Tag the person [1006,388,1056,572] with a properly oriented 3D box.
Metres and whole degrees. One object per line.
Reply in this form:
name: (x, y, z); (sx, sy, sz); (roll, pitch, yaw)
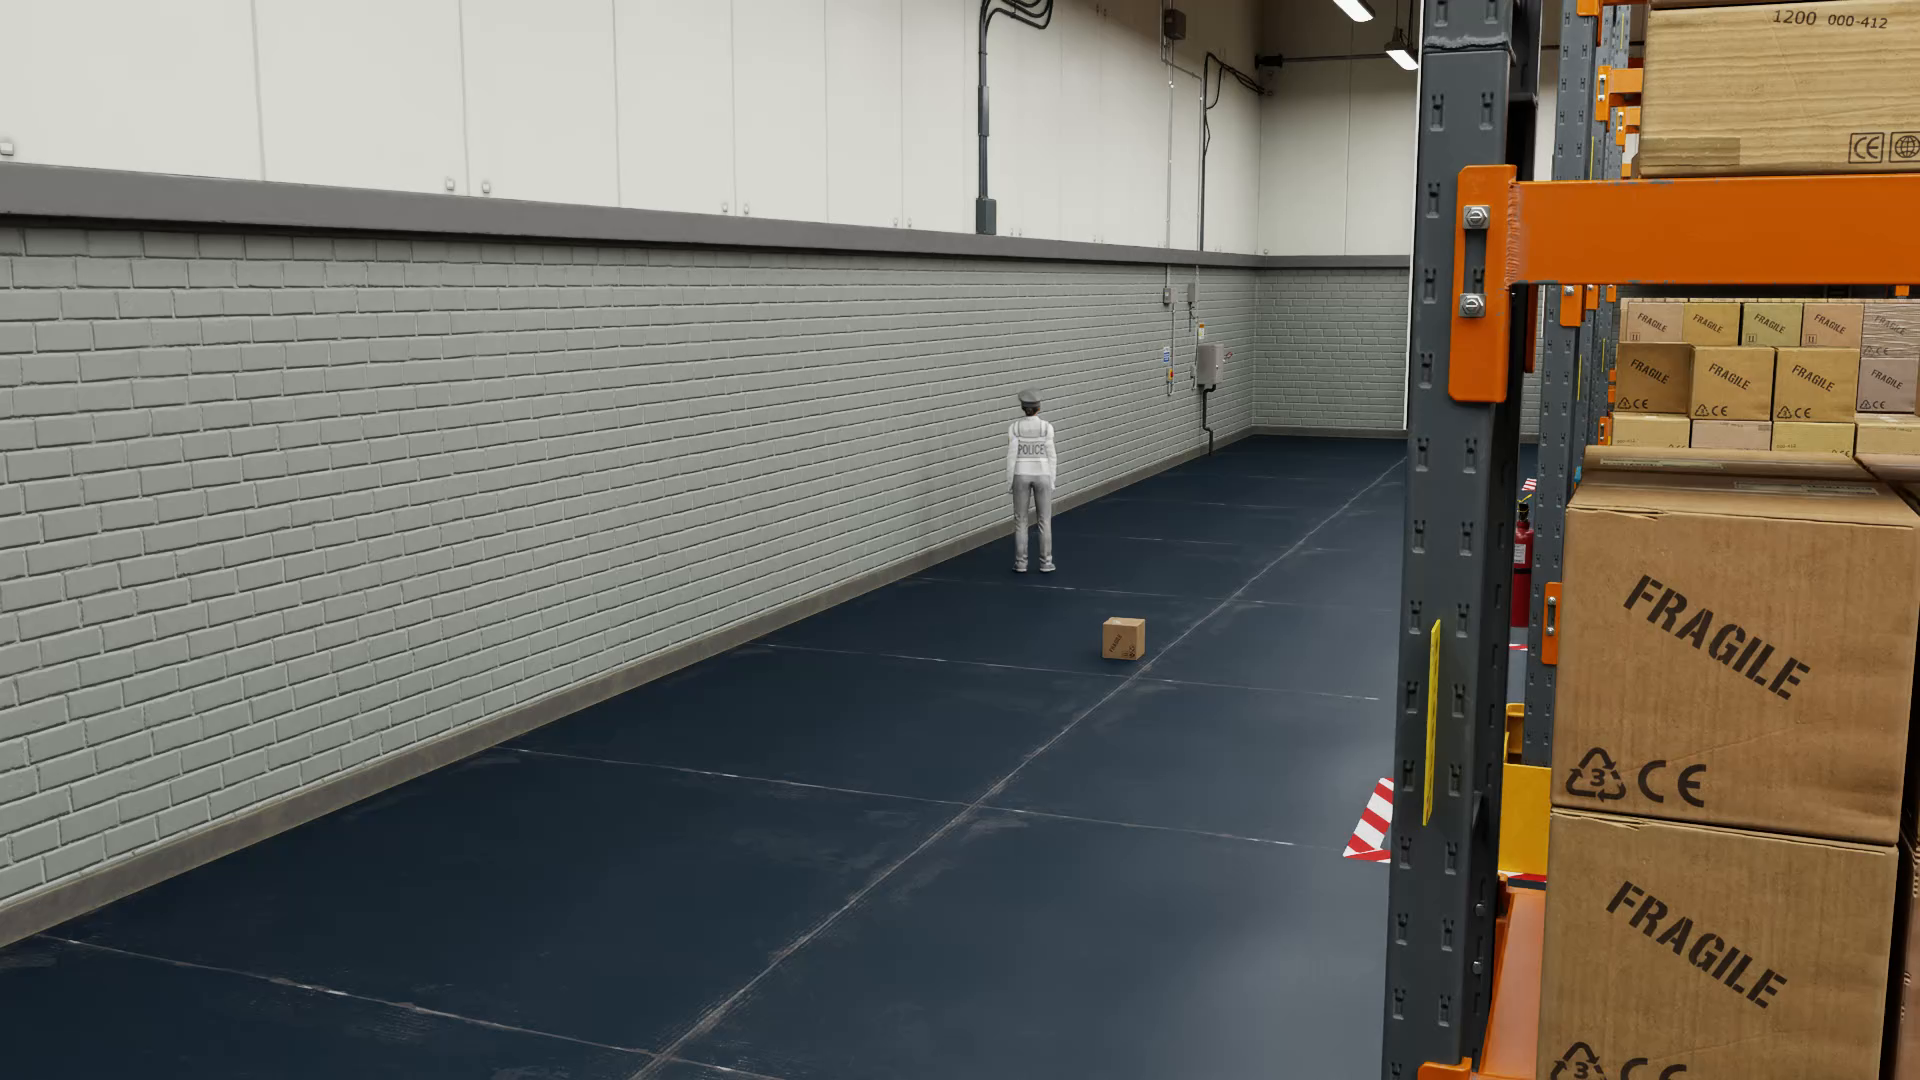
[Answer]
person: (0.655, -0.544, 15.267); (0.461, 1.694, 0.354); (0, 9, 3)
